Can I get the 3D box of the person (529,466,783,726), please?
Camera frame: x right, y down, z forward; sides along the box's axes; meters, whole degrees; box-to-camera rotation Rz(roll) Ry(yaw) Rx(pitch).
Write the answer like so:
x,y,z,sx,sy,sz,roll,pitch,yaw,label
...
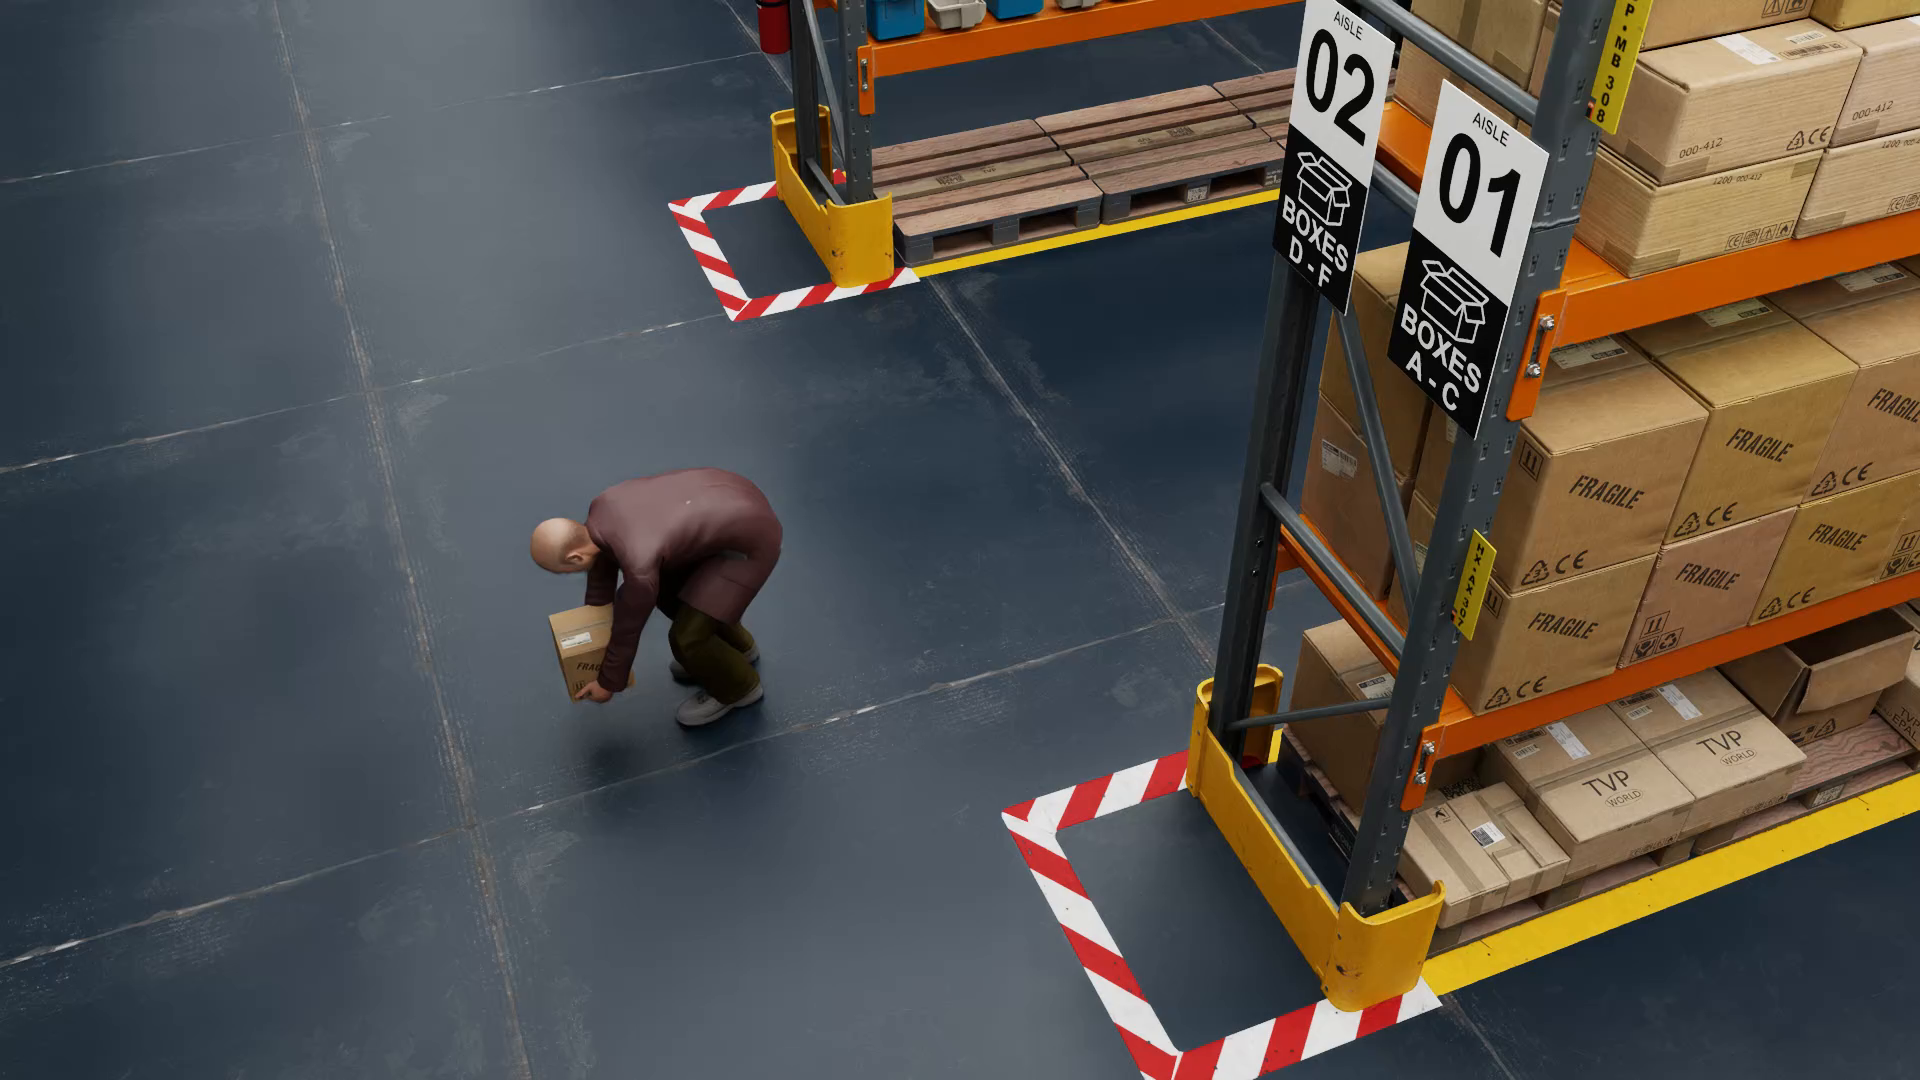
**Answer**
x,y,z,sx,sy,sz,roll,pitch,yaw,label
-1.127,0.232,6.421,0.940,1.098,0.581,-17,44,-19,person
